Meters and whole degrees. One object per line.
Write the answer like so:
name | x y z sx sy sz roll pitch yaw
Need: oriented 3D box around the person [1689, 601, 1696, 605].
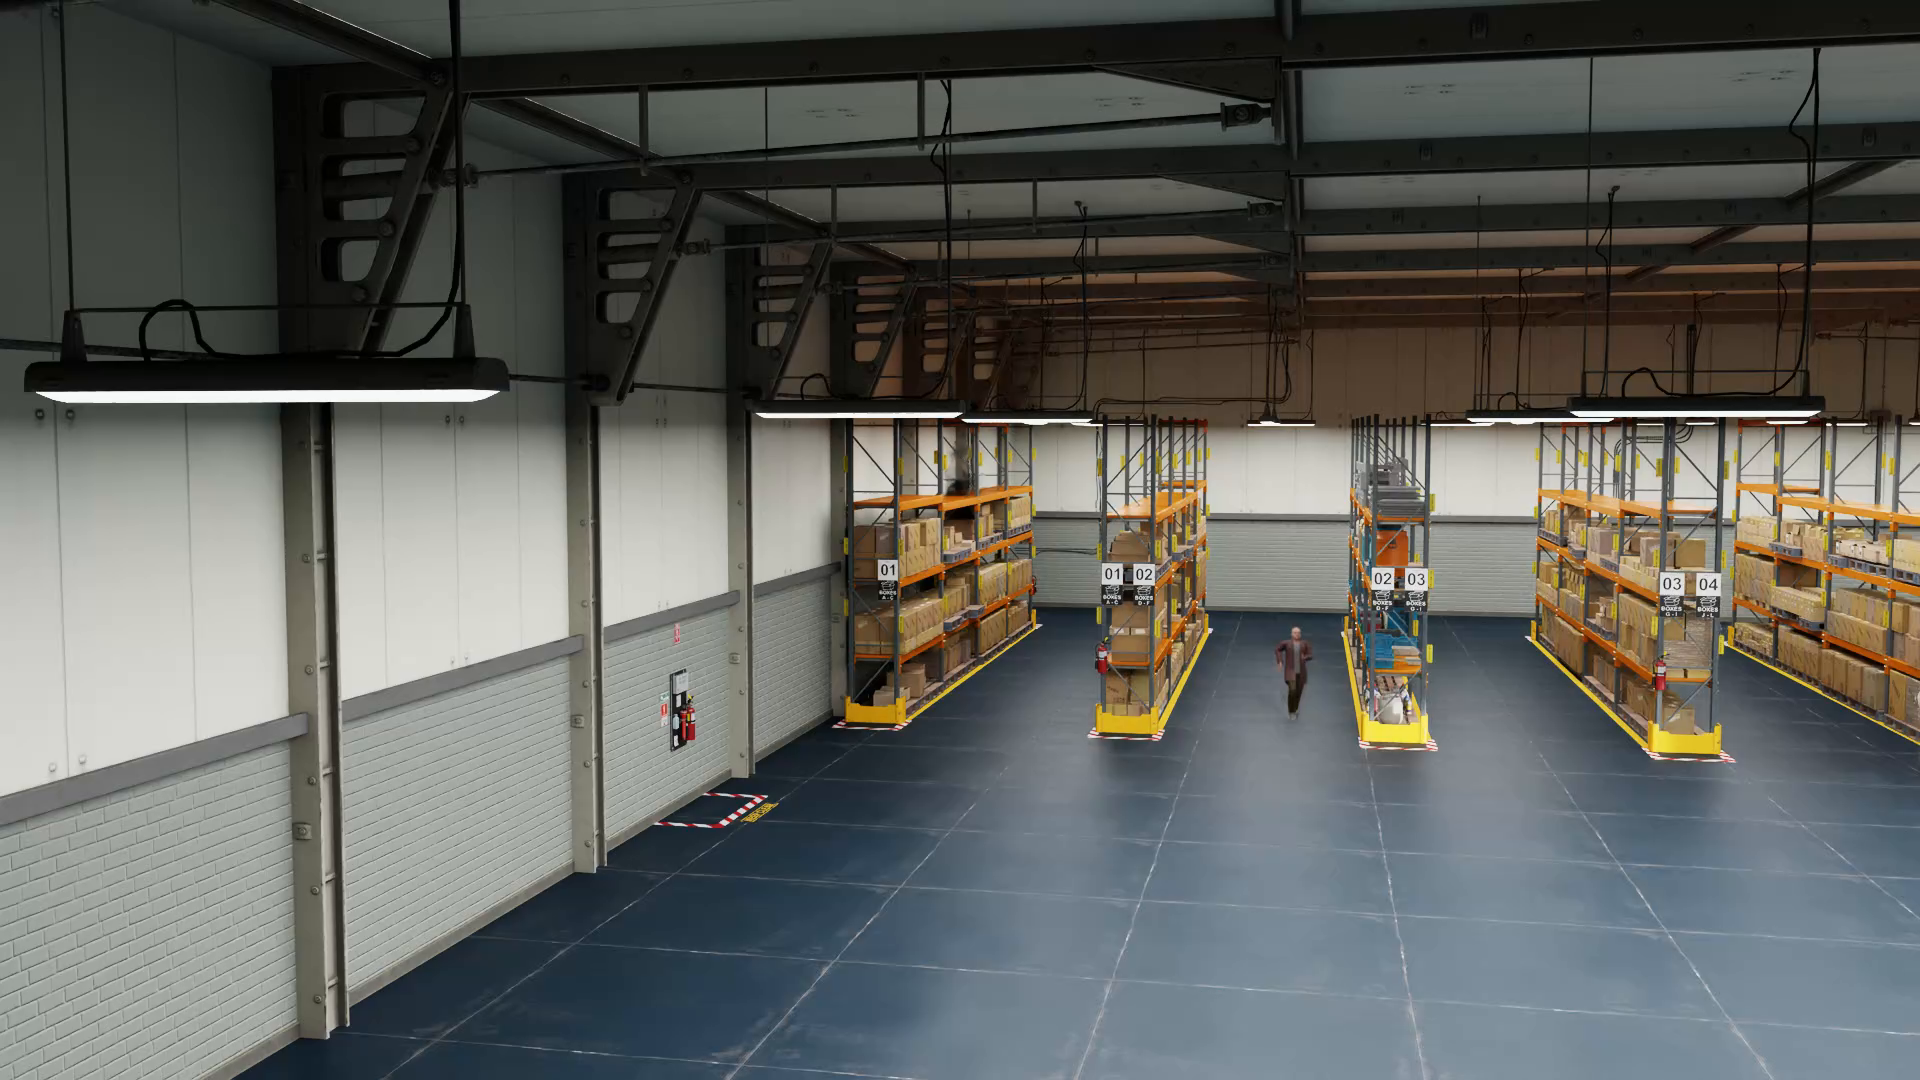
person | 19.058 2.016 43.651 0.597 1.594 0.571 2 4 26

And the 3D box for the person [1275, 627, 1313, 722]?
person | 6.627 2.643 32.883 0.672 1.847 0.855 0 4 -4
